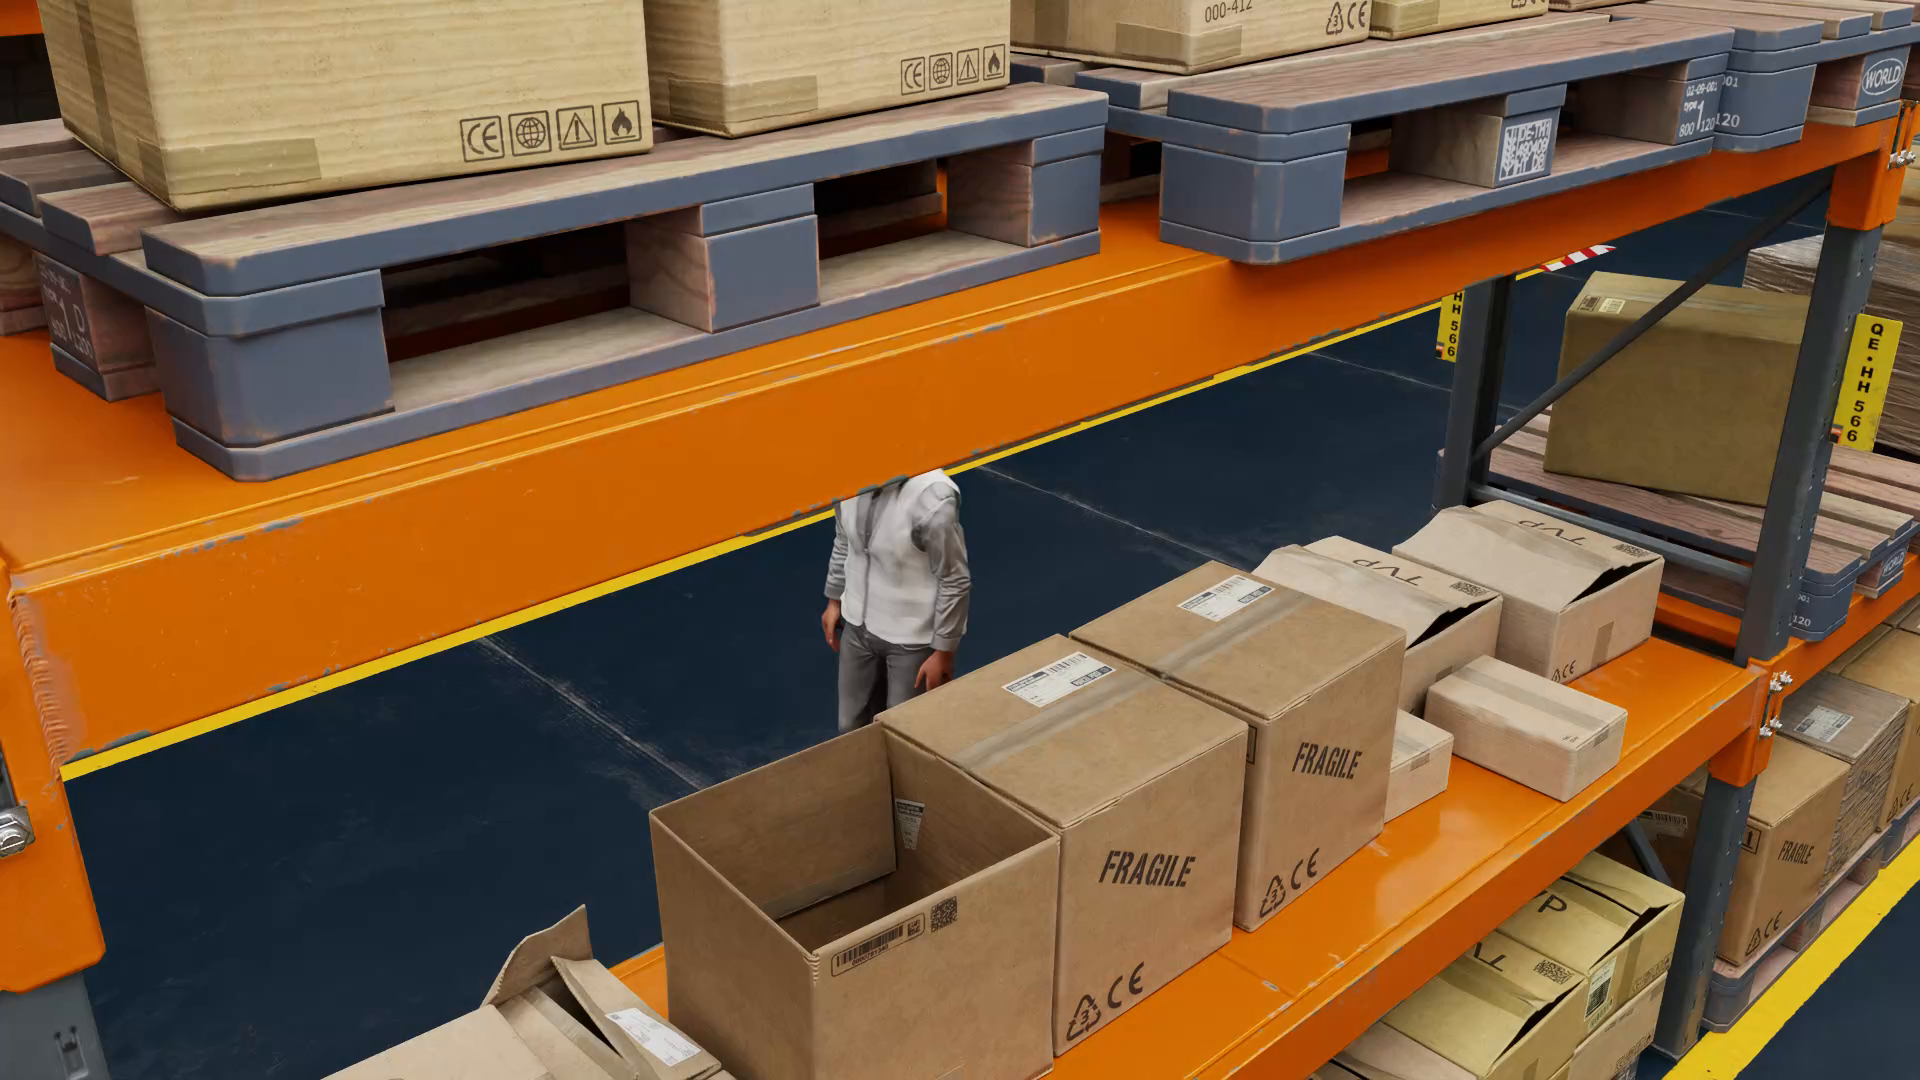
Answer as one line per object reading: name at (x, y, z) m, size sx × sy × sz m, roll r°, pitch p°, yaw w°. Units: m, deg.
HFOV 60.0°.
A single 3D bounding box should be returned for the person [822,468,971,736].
person at (-0.220, 0.290, 5.425) m, size 0.466 × 1.771 × 0.587 m, roll -22°, pitch 32°, yaw -39°
